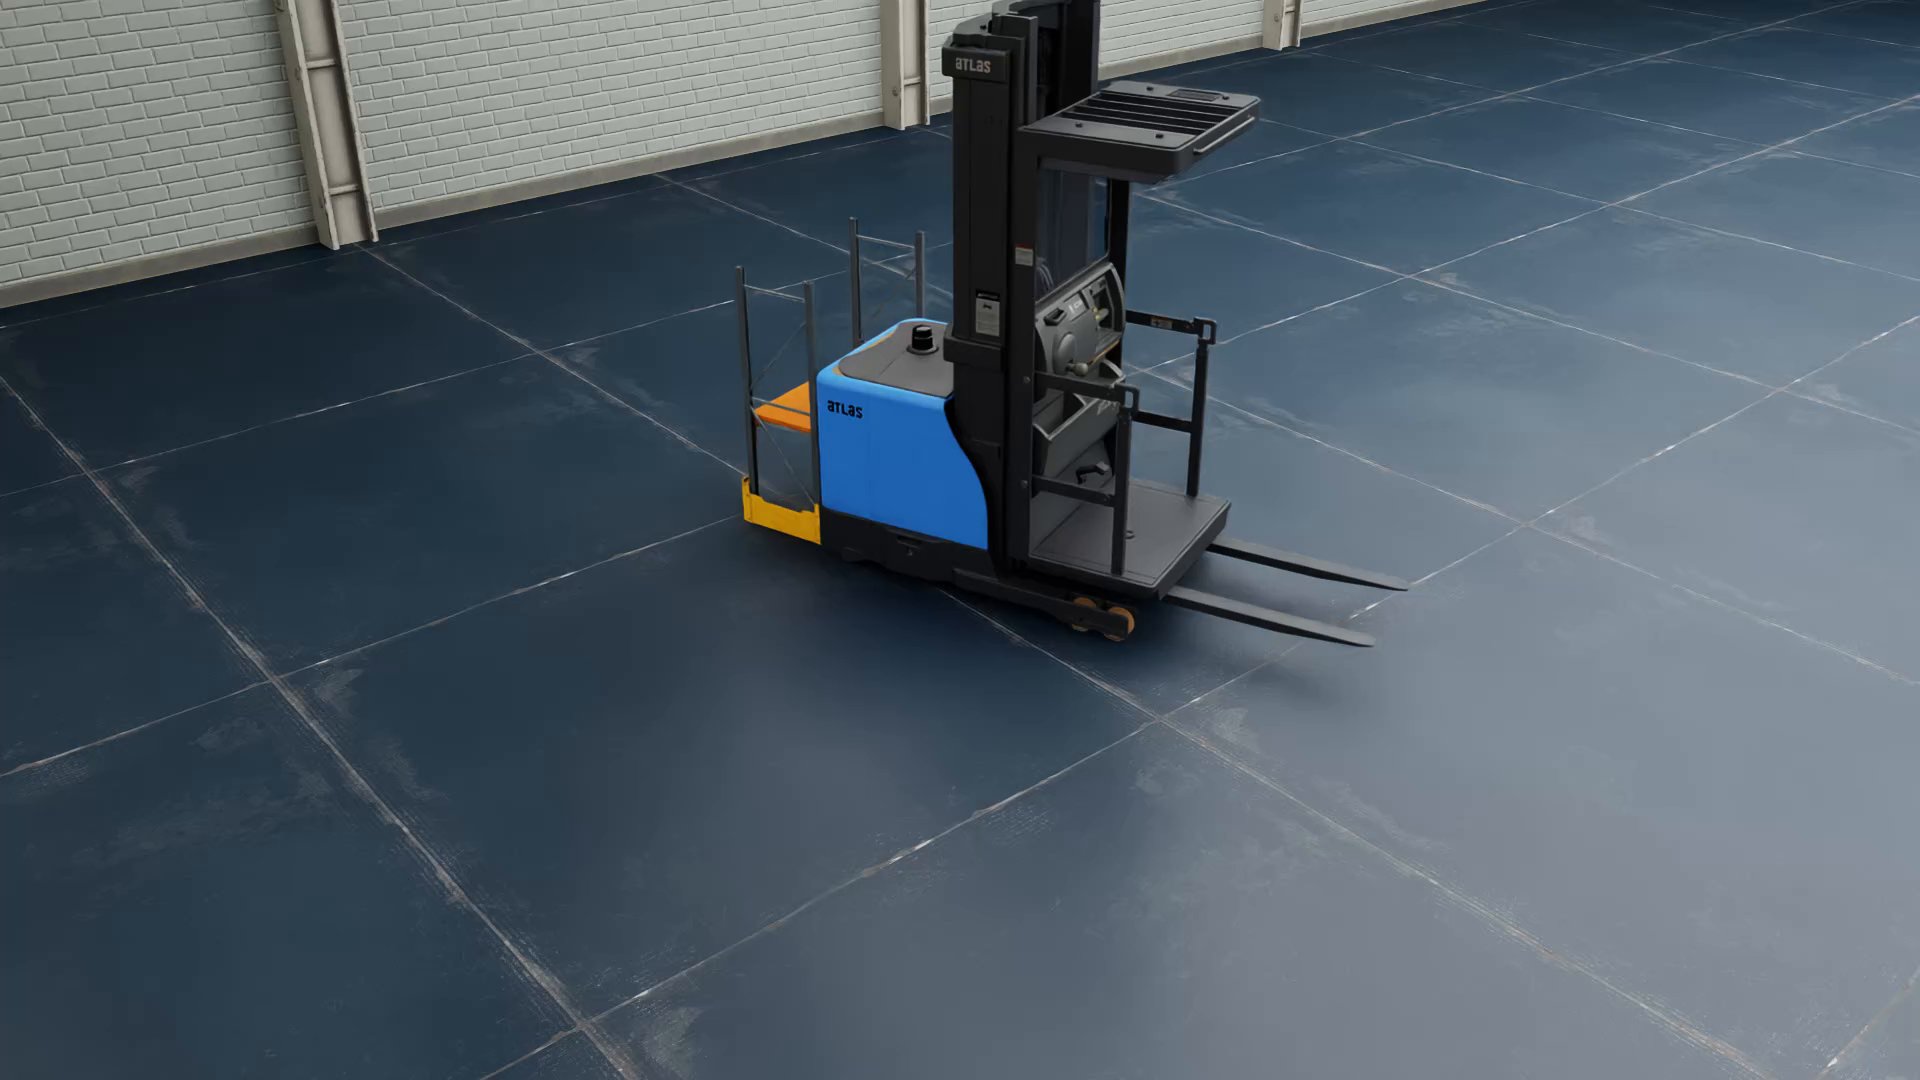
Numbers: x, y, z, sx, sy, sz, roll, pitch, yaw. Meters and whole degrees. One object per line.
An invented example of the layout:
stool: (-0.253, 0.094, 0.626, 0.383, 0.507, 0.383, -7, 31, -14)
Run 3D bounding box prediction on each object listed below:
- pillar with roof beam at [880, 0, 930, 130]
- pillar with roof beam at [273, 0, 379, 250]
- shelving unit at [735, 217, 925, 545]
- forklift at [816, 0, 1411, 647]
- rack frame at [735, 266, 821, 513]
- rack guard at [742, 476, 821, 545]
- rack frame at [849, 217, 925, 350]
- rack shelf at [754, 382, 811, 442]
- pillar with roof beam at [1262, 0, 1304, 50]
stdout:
pillar with roof beam: (2.234, -6.770, 12.370, 0.400, 9.000, 9.100, -22, 35, -35)
pillar with roof beam: (-2.330, -4.934, 8.935, 0.400, 9.000, 9.100, -22, 35, -35)
shelving unit: (-0.697, -0.916, 9.372, 0.587, 1.500, 1.083, 17, 32, 29)
forklift: (0.780, -1.075, 8.152, 3.031, 2.935, 1.130, 14, 31, 25)
rack frame: (-0.968, -0.718, 9.002, 0.500, 1.500, 0.032, 17, 32, 29)
rack guard: (-0.967, -0.167, 9.297, 0.587, 0.250, 0.087, 17, 32, 29)
rack frame: (-0.417, -1.121, 9.756, 0.500, 1.500, 0.032, 17, 32, 29)
rack shelf: (-0.693, -0.760, 9.463, 0.538, 0.185, 1.000, 17, 32, 29)
pillar with roof beam: (6.799, -8.605, 15.805, 0.400, 9.000, 9.100, -22, 35, -35)
